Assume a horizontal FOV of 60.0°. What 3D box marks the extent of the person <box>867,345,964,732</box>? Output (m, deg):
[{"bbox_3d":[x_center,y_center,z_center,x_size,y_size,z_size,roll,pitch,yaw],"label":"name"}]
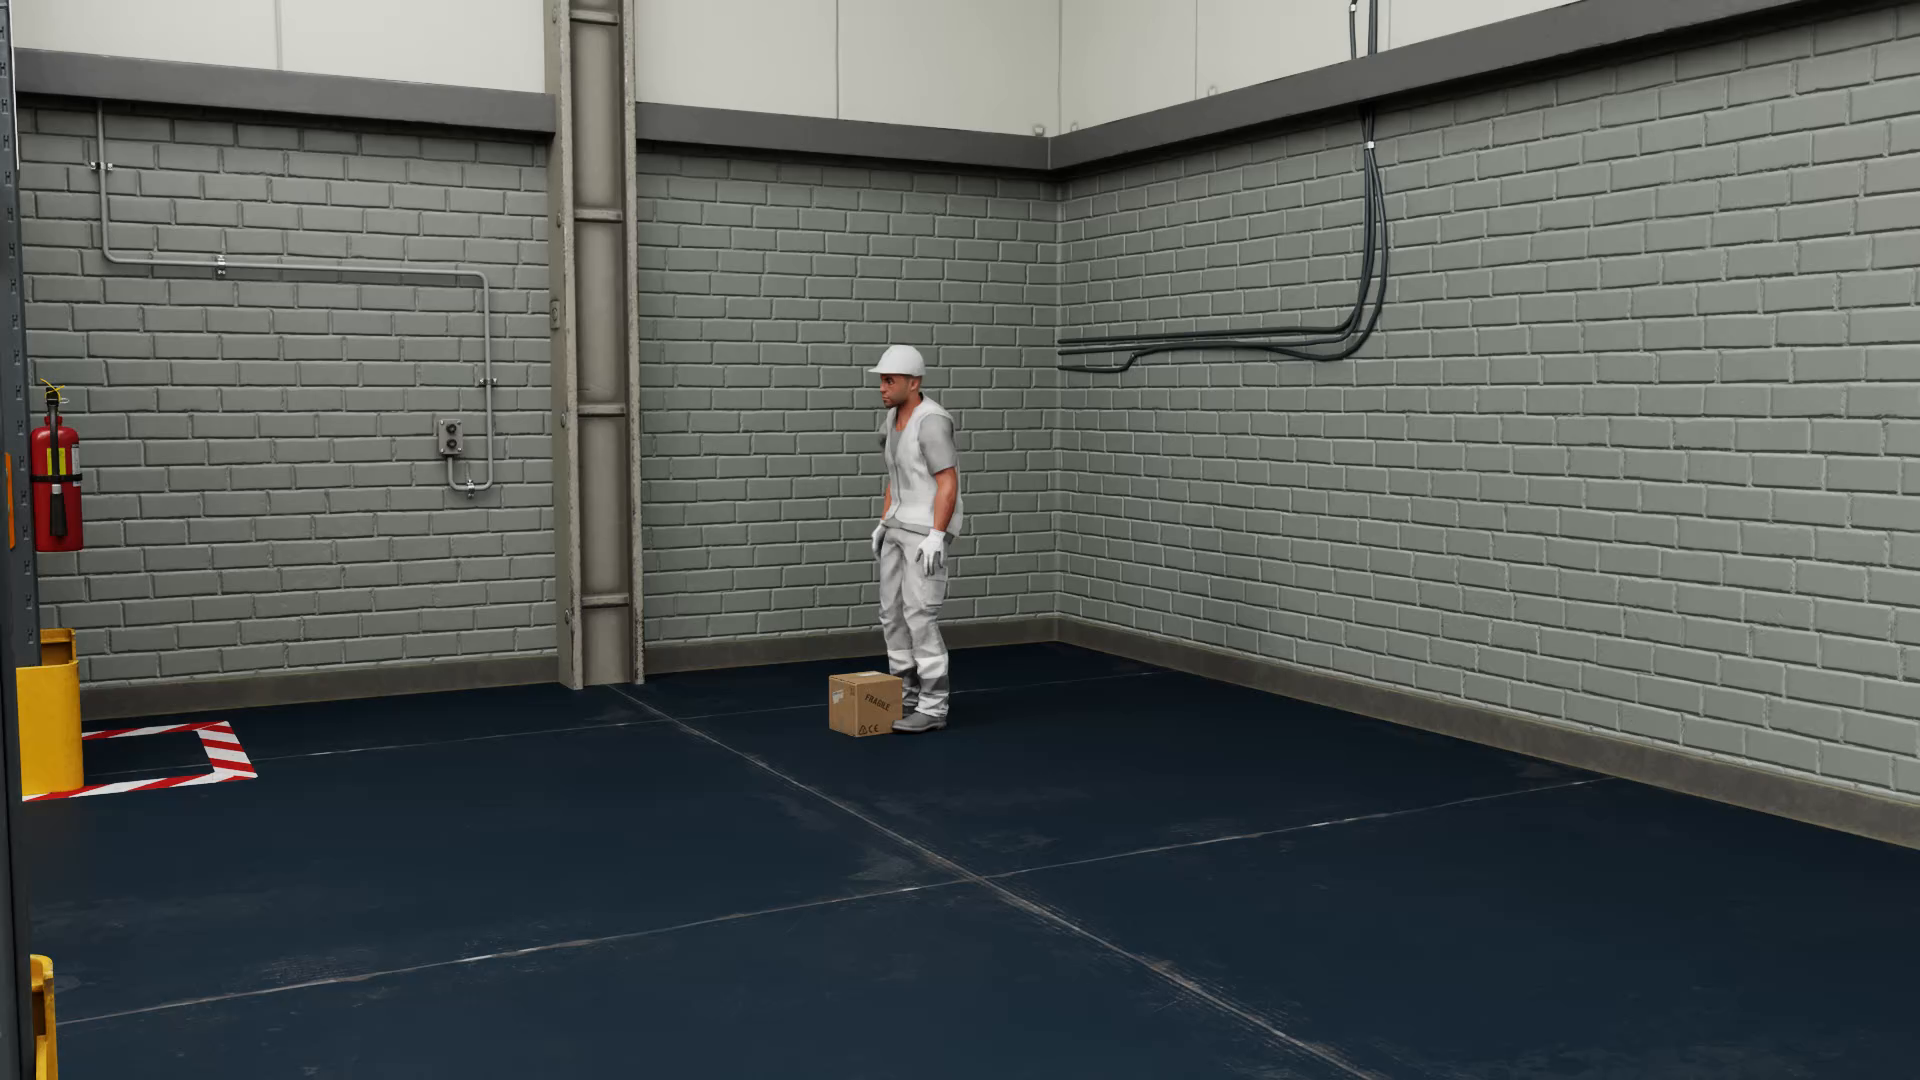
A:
[{"bbox_3d":[-0.231,-0.012,7.745,0.451,1.778,0.603,-3,6,-30],"label":"person"}]
